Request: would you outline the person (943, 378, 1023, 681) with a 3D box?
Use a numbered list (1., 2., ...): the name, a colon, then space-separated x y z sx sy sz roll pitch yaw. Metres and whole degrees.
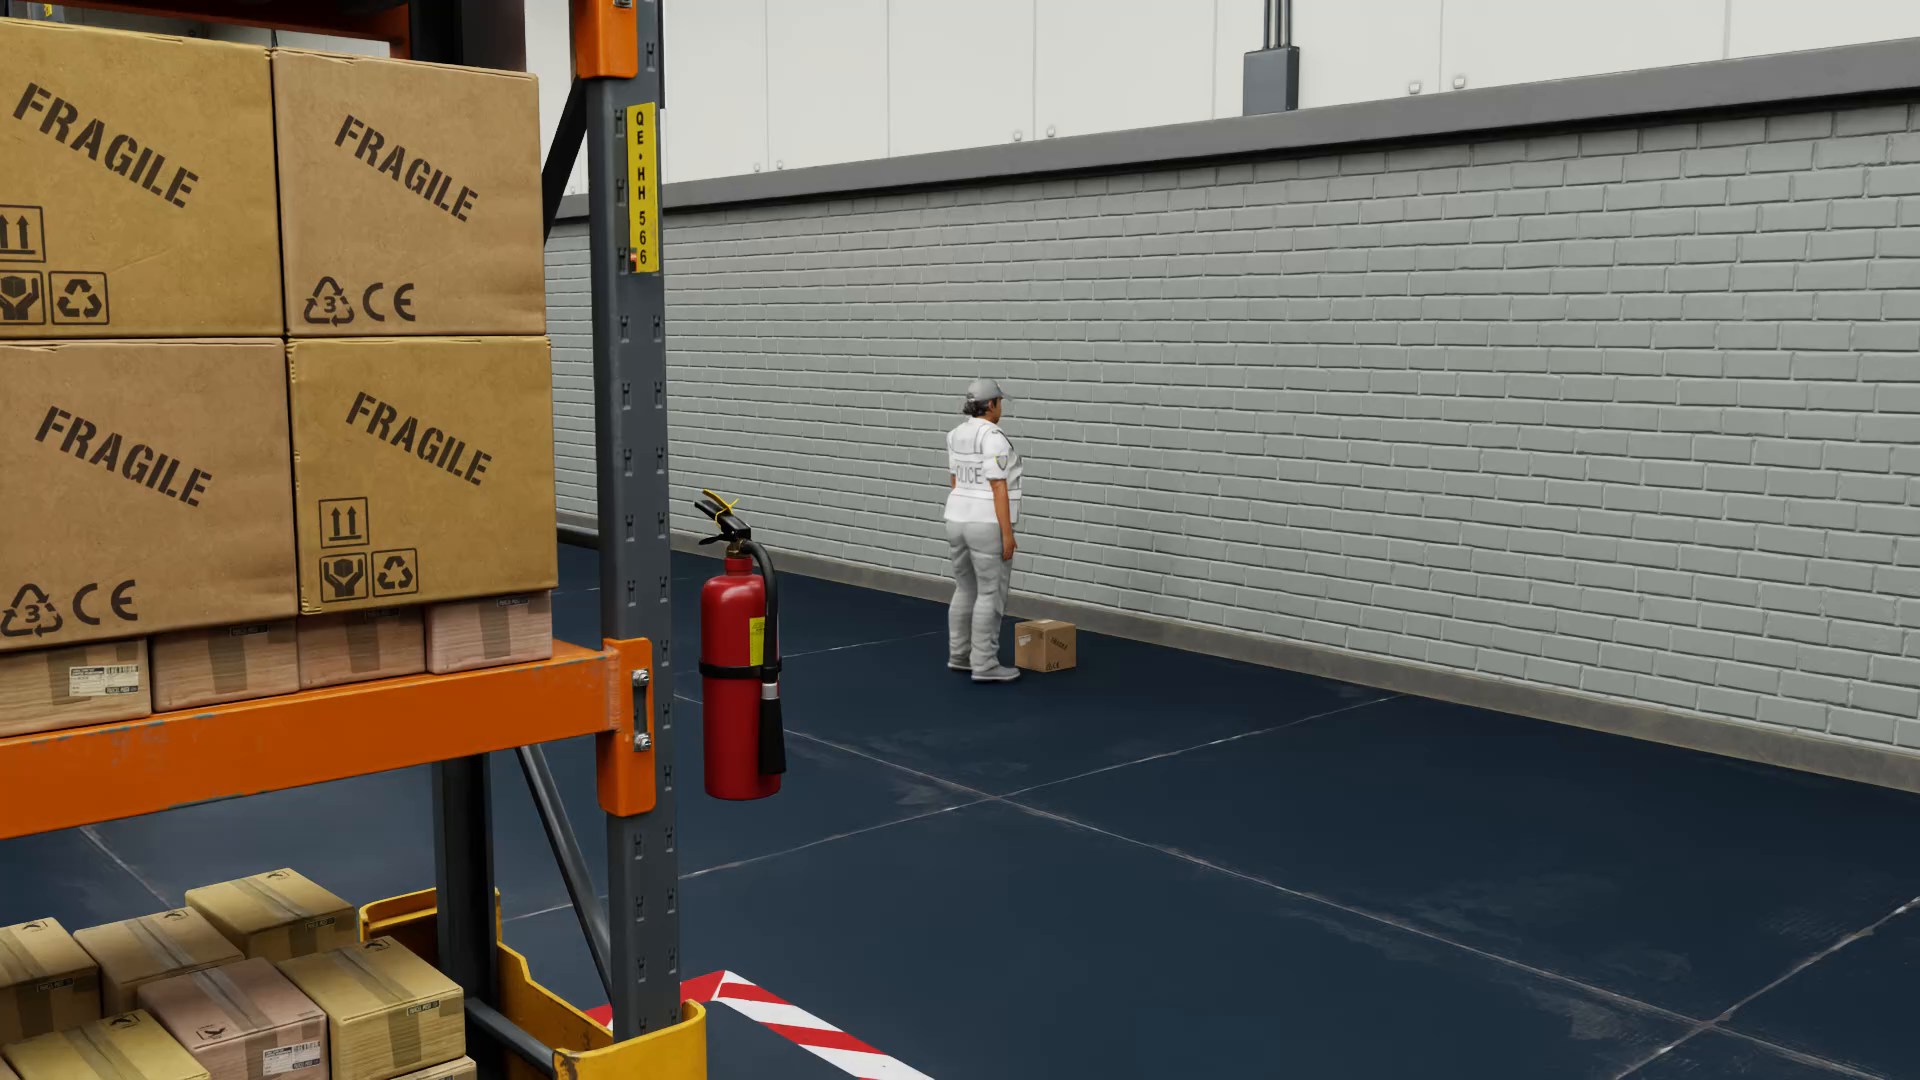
1. person: 0.123 -0.056 9.185 0.394 1.672 0.547 -5 9 -33
